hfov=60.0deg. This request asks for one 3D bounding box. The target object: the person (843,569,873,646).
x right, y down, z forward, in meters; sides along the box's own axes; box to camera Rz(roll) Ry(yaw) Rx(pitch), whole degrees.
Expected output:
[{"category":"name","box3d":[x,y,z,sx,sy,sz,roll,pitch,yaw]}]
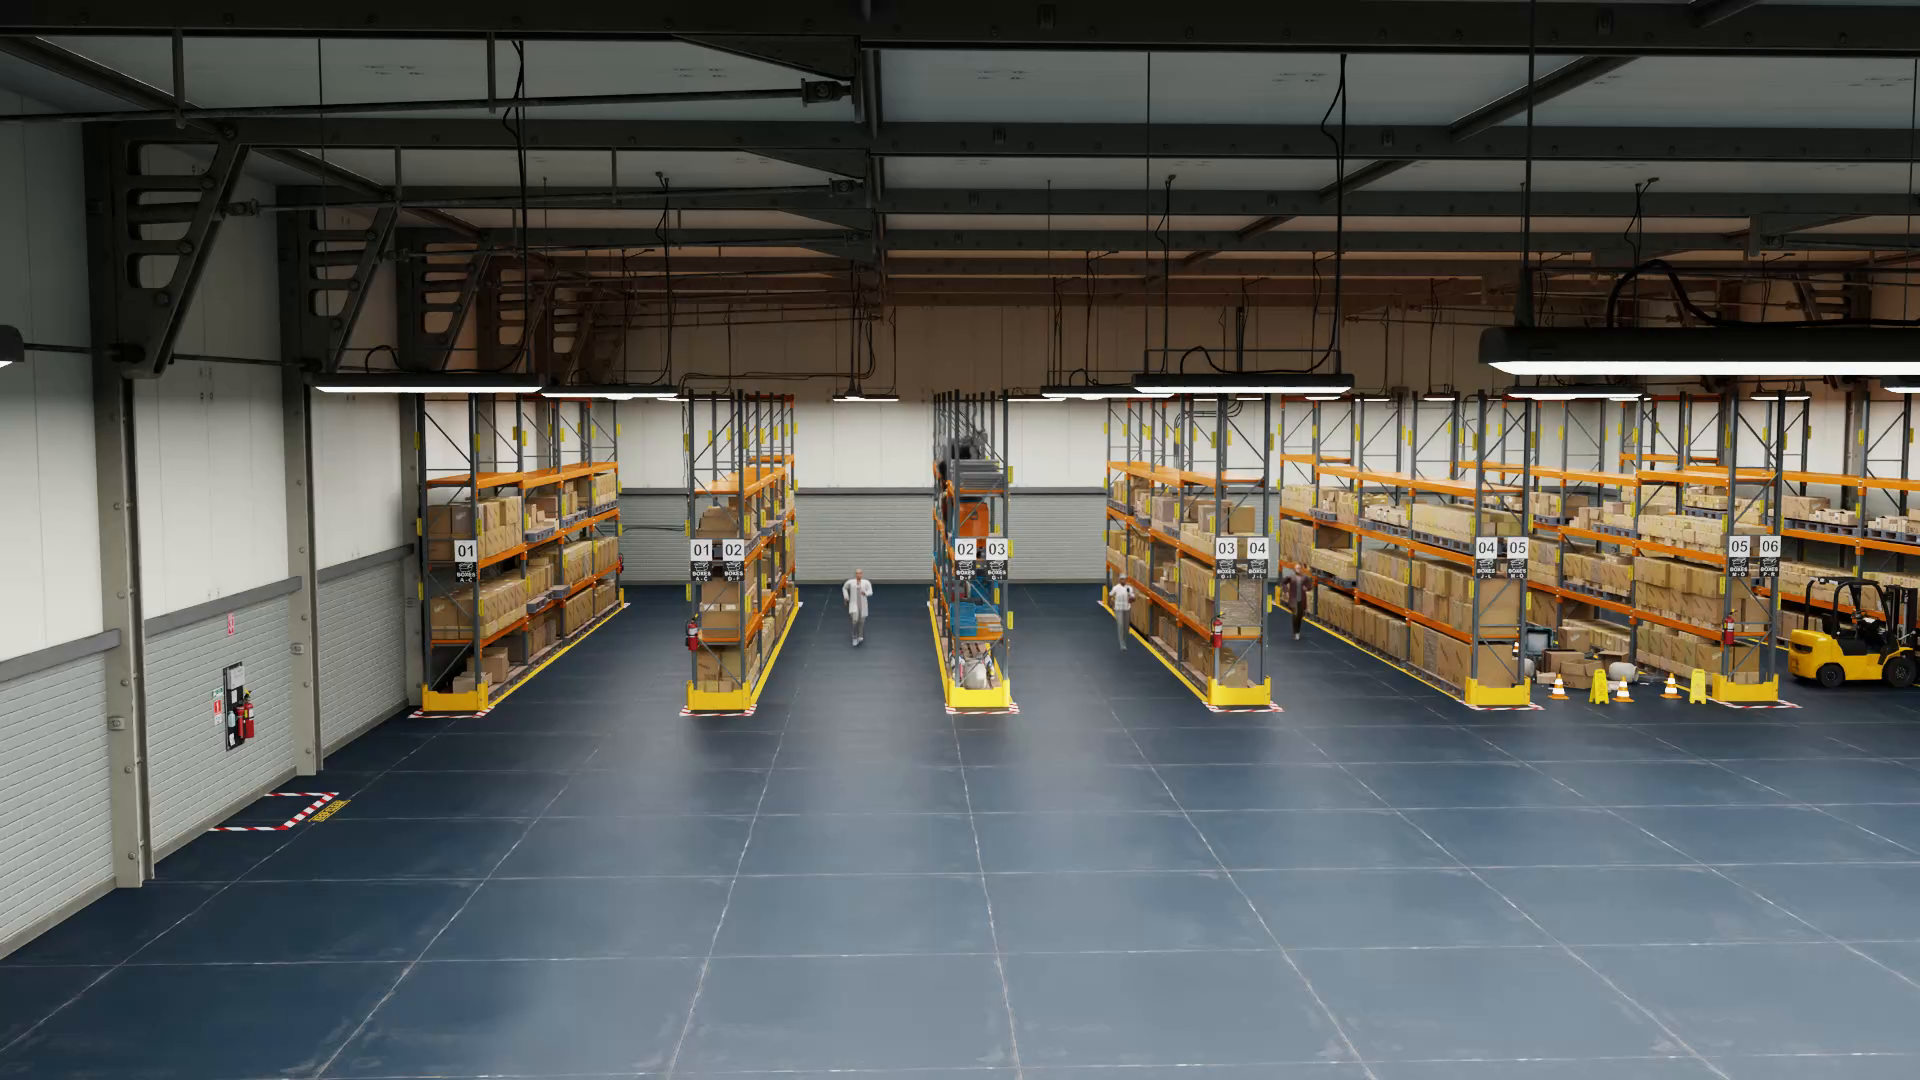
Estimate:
[{"category":"person","box3d":[-2.424,1.608,39.664,0.674,1.840,0.823,-1,5,-11]}]

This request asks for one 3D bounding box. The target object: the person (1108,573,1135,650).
[{"category":"person","box3d":[3.617,1.572,37.094,0.569,1.698,0.788,0,5,-6]}]

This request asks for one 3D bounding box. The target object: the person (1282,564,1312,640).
[{"category":"person","box3d":[8.278,1.503,40.803,0.694,1.824,0.876,0,5,-1]}]

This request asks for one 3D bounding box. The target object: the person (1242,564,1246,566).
[{"category":"person","box3d":[8.057,0.990,47.941,0.587,1.669,0.686,-4,6,-43]}]
